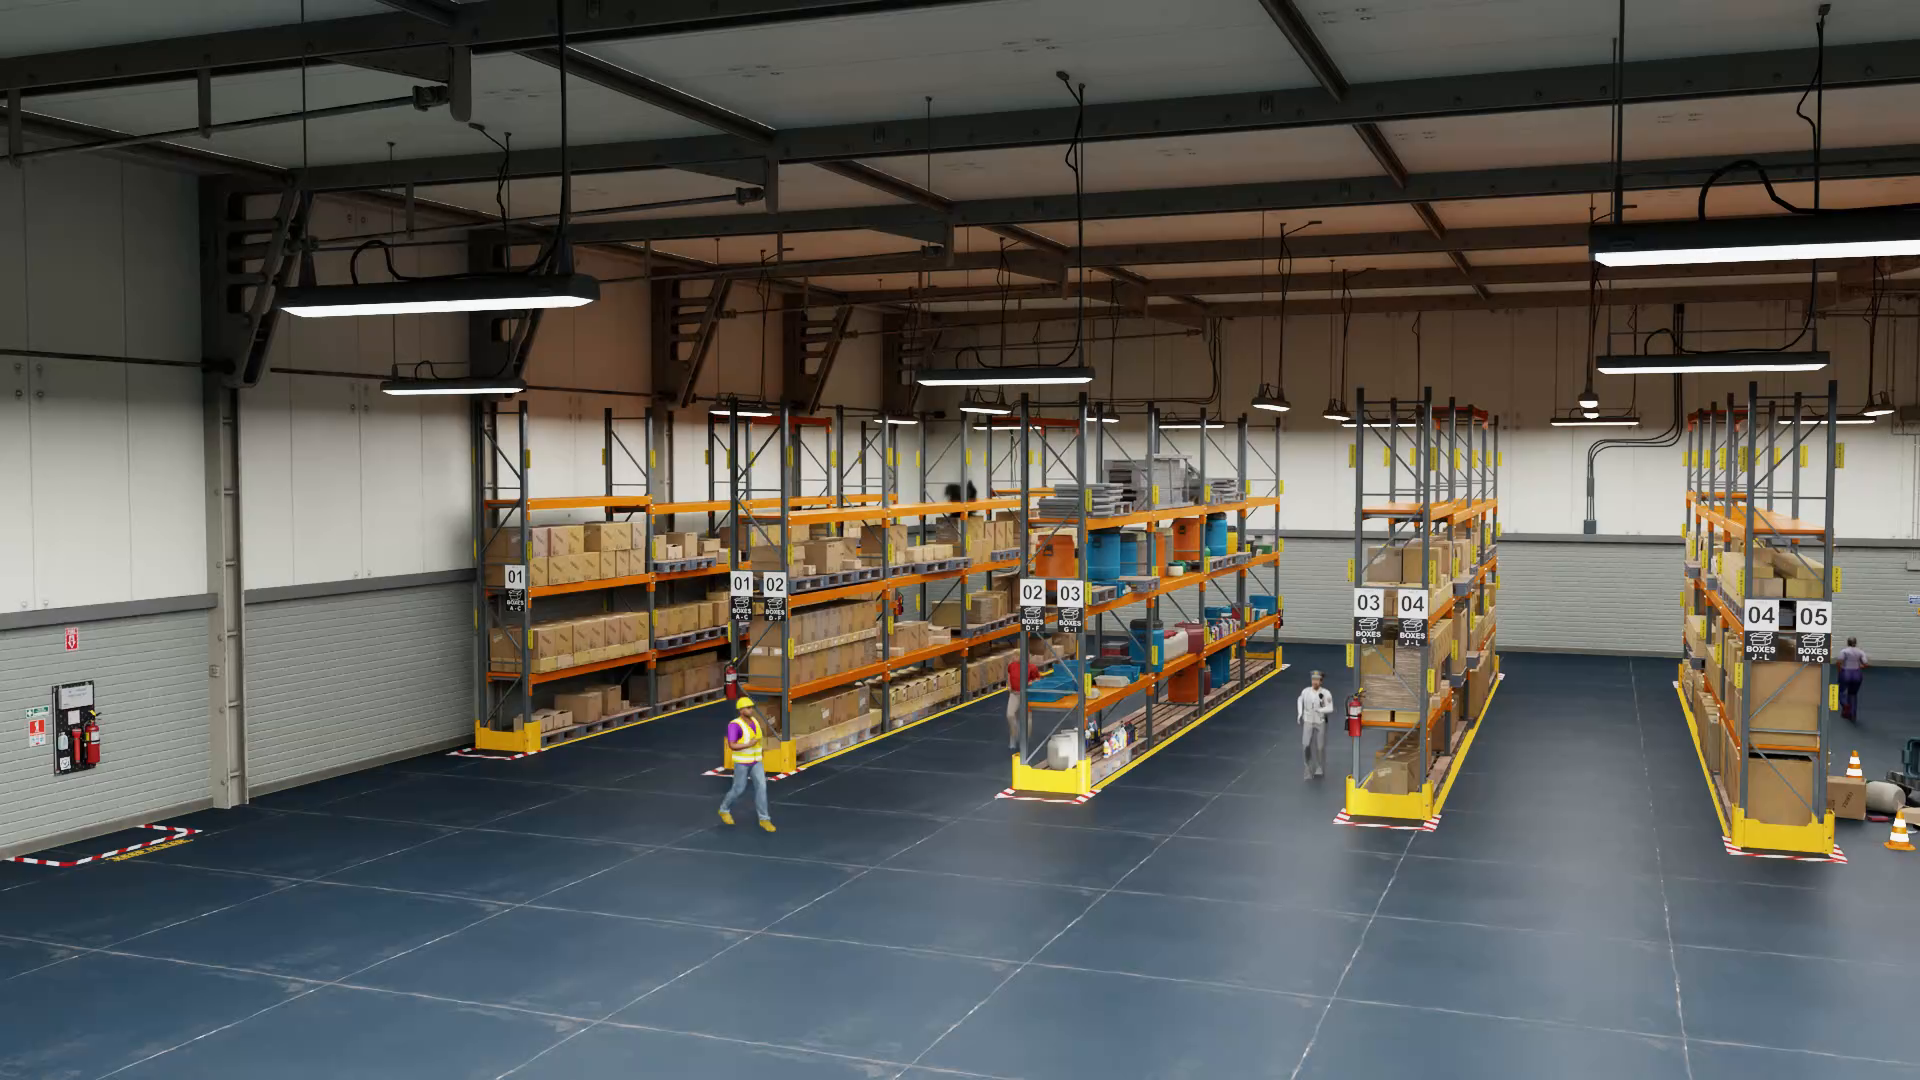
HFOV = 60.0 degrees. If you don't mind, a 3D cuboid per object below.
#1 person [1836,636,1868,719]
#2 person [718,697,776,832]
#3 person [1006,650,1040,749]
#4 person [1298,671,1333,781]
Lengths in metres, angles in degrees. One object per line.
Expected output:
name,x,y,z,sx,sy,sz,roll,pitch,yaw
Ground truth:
person,17.123,2.642,32.026,0.599,1.600,0.561,0,3,8
person,-2.869,3.003,22.388,0.939,1.777,0.690,2,4,40
person,1.085,2.760,28.839,0.641,1.763,0.796,1,3,16
person,5.546,2.896,25.998,0.582,1.732,0.714,1,3,19
